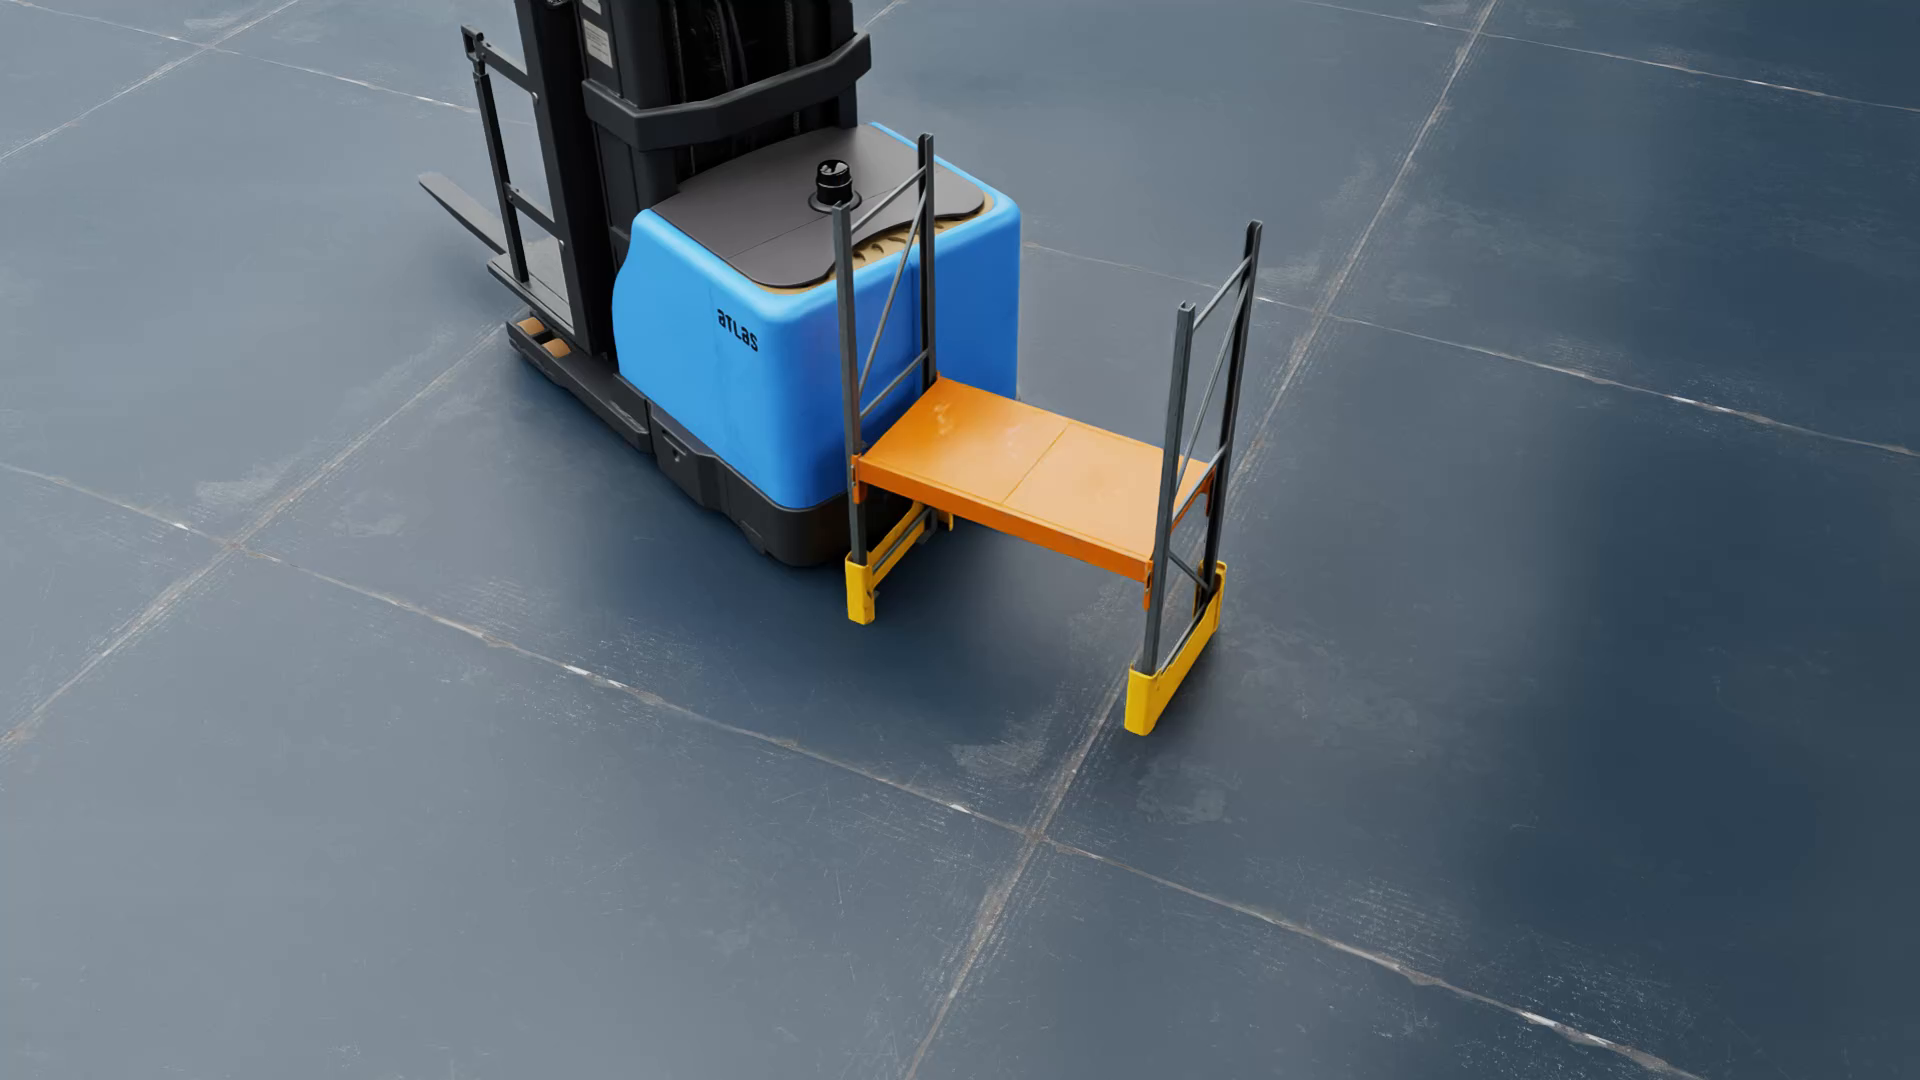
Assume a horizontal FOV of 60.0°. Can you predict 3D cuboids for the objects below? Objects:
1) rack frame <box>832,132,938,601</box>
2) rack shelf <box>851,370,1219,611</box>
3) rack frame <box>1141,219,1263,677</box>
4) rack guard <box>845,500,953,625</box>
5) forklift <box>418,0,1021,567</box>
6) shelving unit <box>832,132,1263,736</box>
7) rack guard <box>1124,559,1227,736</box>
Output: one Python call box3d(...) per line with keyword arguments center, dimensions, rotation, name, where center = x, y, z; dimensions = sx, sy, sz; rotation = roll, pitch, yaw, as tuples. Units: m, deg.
box3d(center=(-0.212, -0.471, 5.149), dimensions=(0.032, 1.500, 0.500), rotation=(20, 45, 22), name="rack frame")
box3d(center=(0.232, -0.172, 5.078), dimensions=(1.000, 0.185, 0.538), rotation=(20, 45, 22), name="rack shelf")
box3d(center=(0.675, -0.146, 4.773), dimensions=(0.032, 1.500, 0.500), rotation=(20, 45, 22), name="rack frame")
box3d(center=(-0.195, 0.007, 5.551), dimensions=(0.087, 0.250, 0.587), rotation=(20, 45, 22), name="rack guard")
box3d(center=(-1.124, -1.911, 5.717), dimensions=(1.130, 2.935, 3.031), rotation=(-29, 49, -29), name="forklift")
box3d(center=(0.240, -0.305, 4.957), dimensions=(1.083, 1.500, 0.587), rotation=(20, 45, 22), name="shelving unit")
box3d(center=(0.674, 0.326, 5.183), dimensions=(0.087, 0.250, 0.587), rotation=(20, 45, 22), name="rack guard")
